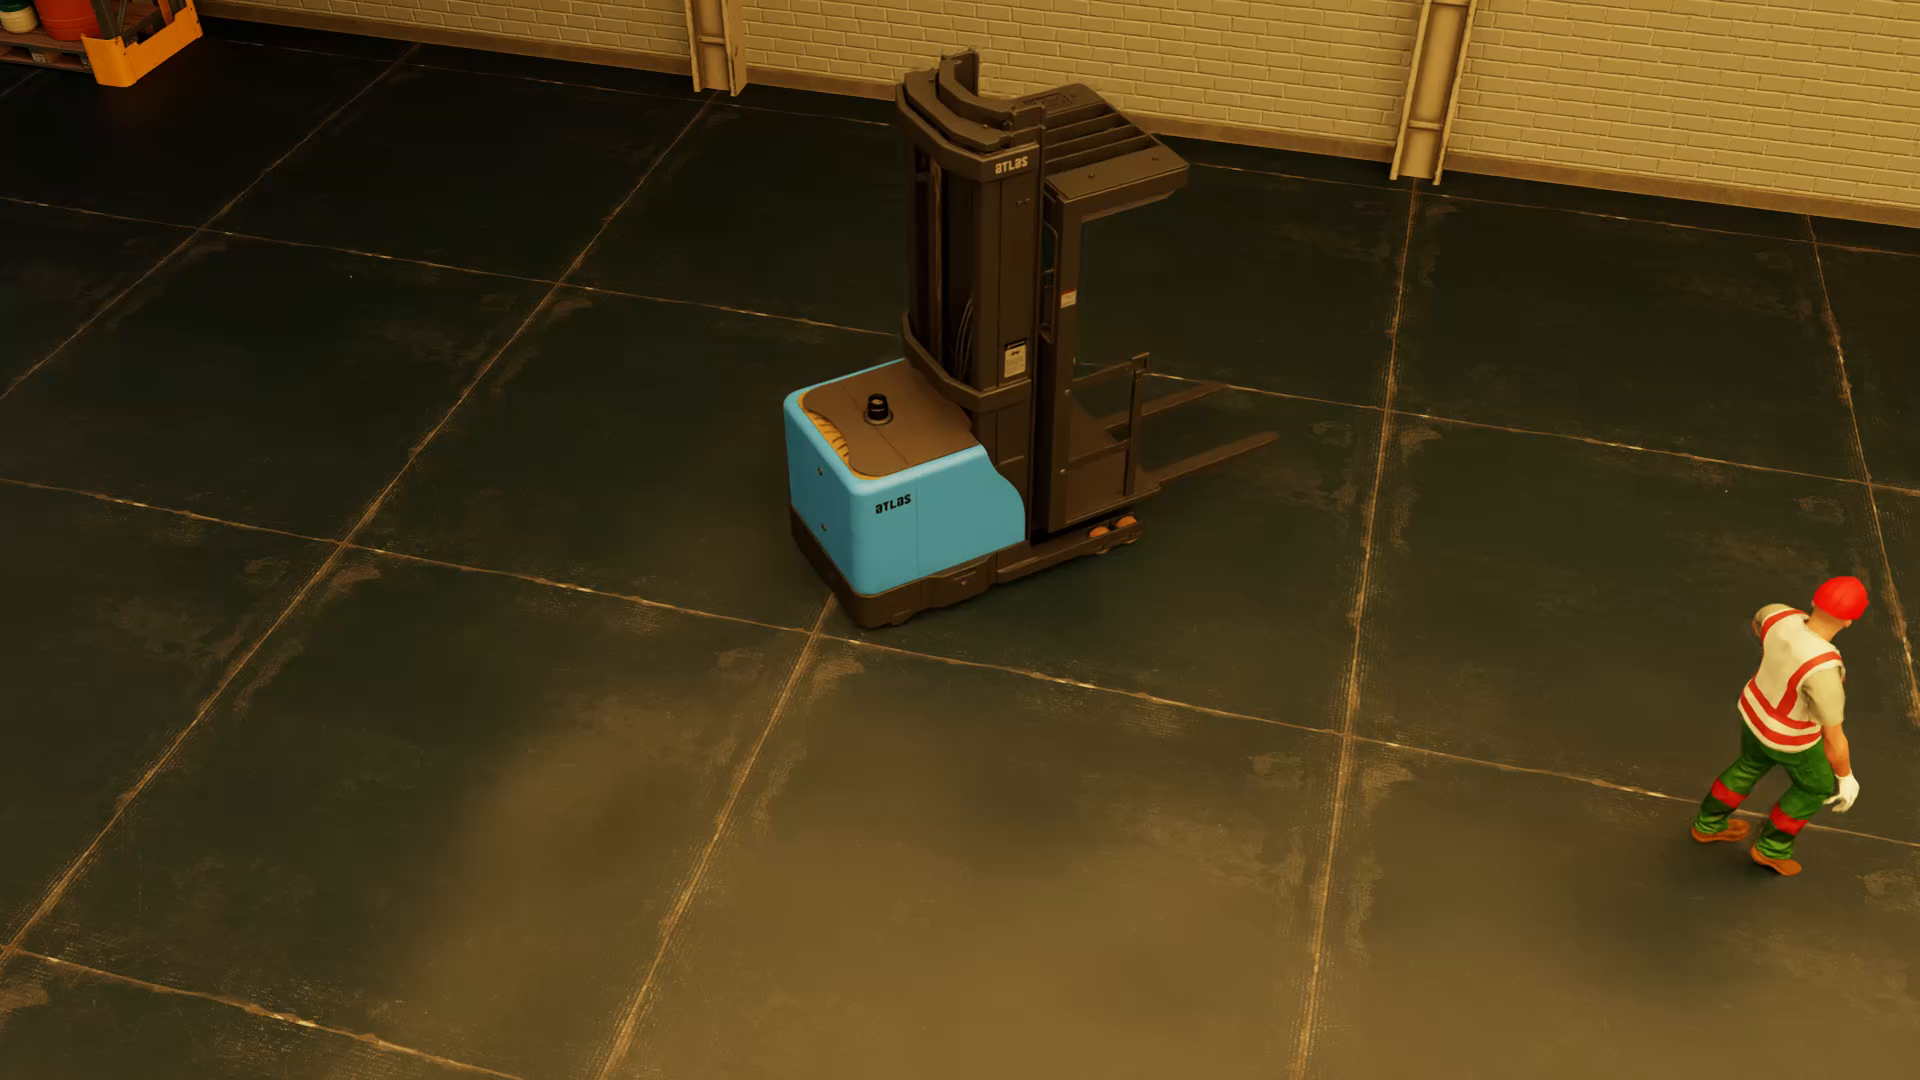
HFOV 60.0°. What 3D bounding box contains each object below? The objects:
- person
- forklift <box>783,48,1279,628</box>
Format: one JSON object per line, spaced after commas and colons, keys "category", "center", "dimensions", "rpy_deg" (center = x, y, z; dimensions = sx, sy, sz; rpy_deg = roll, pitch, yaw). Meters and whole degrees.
{"category": "person", "center": [3.906, 0.865, 7.796], "dimensions": [0.502, 1.805, 0.966], "rpy_deg": [-4, 41, -5]}
{"category": "forklift", "center": [0.528, -1.306, 9.351], "dimensions": [3.031, 2.935, 1.130], "rpy_deg": [-20, 45, -21]}
